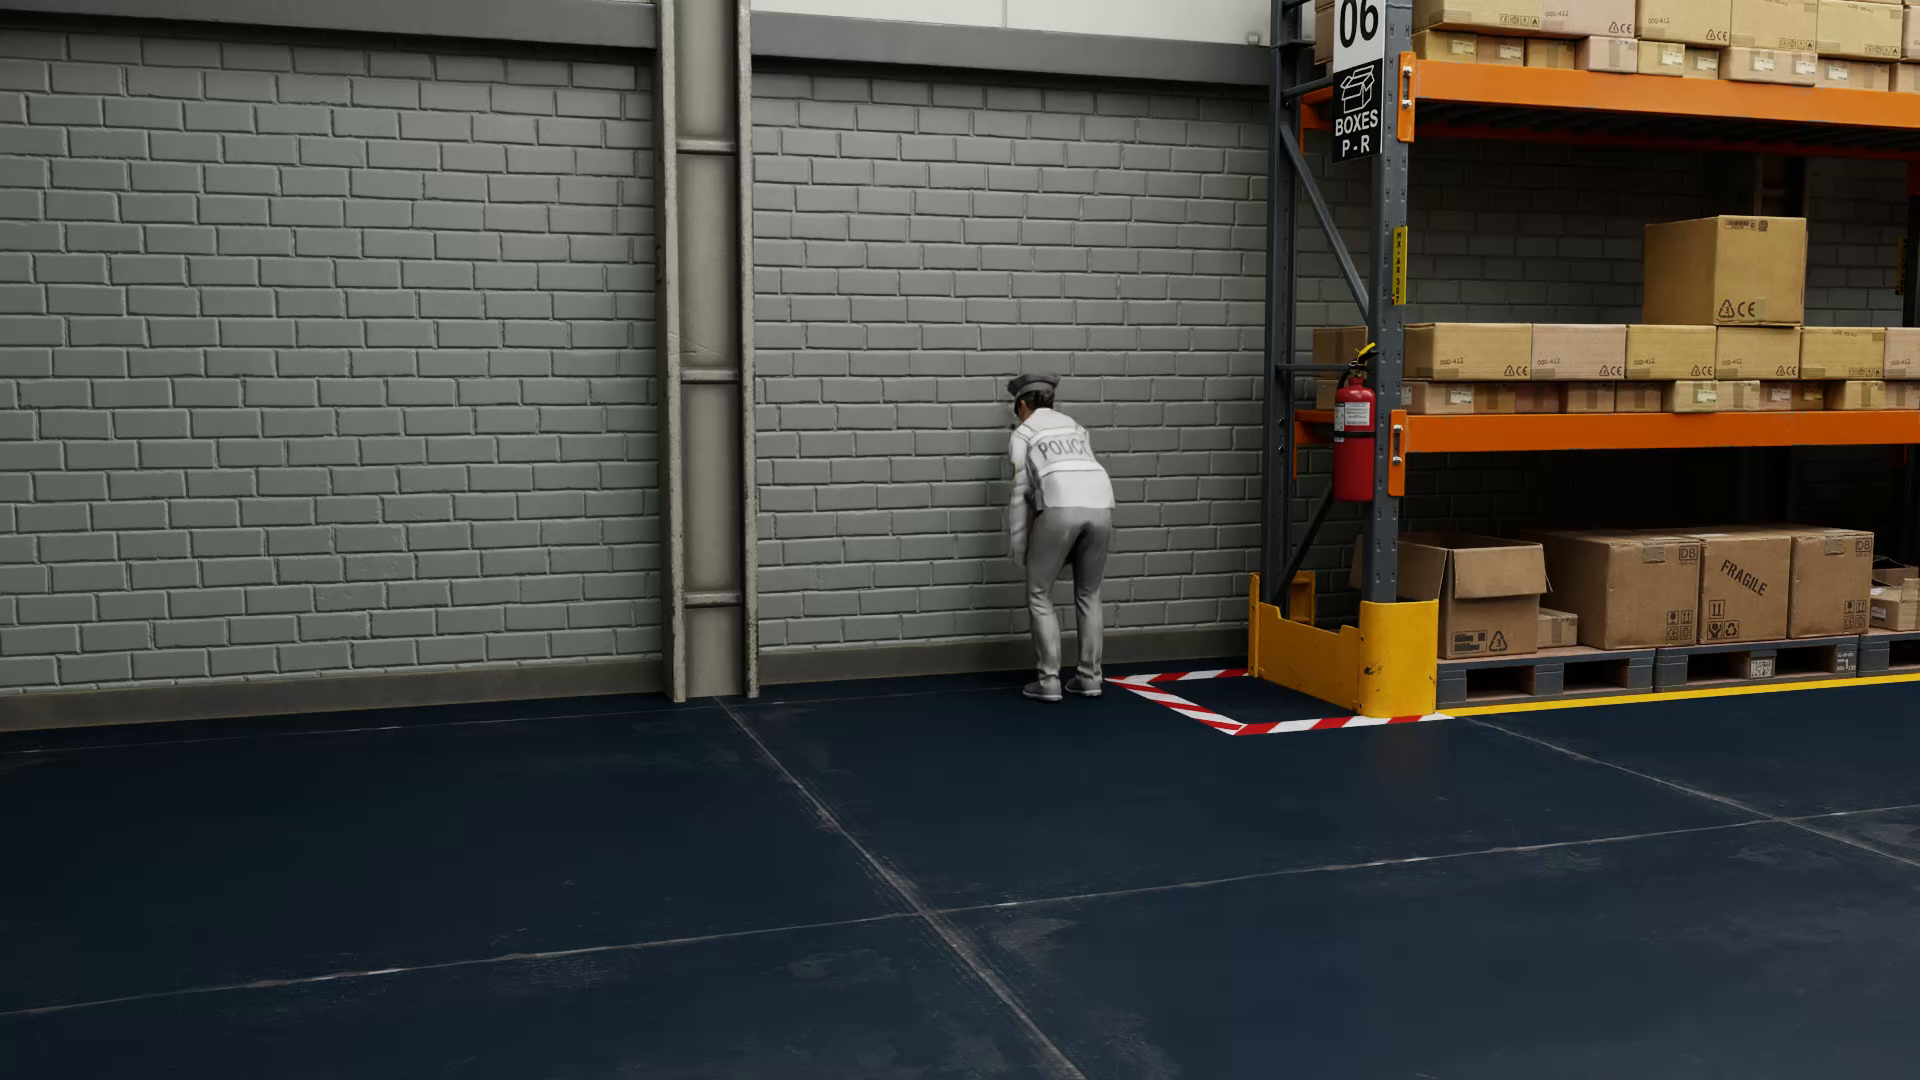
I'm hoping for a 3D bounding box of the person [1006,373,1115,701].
[{"bbox_3d":[0.432,-0.026,7.719,0.402,1.488,0.752,-2,6,-20],"label":"person"}]
